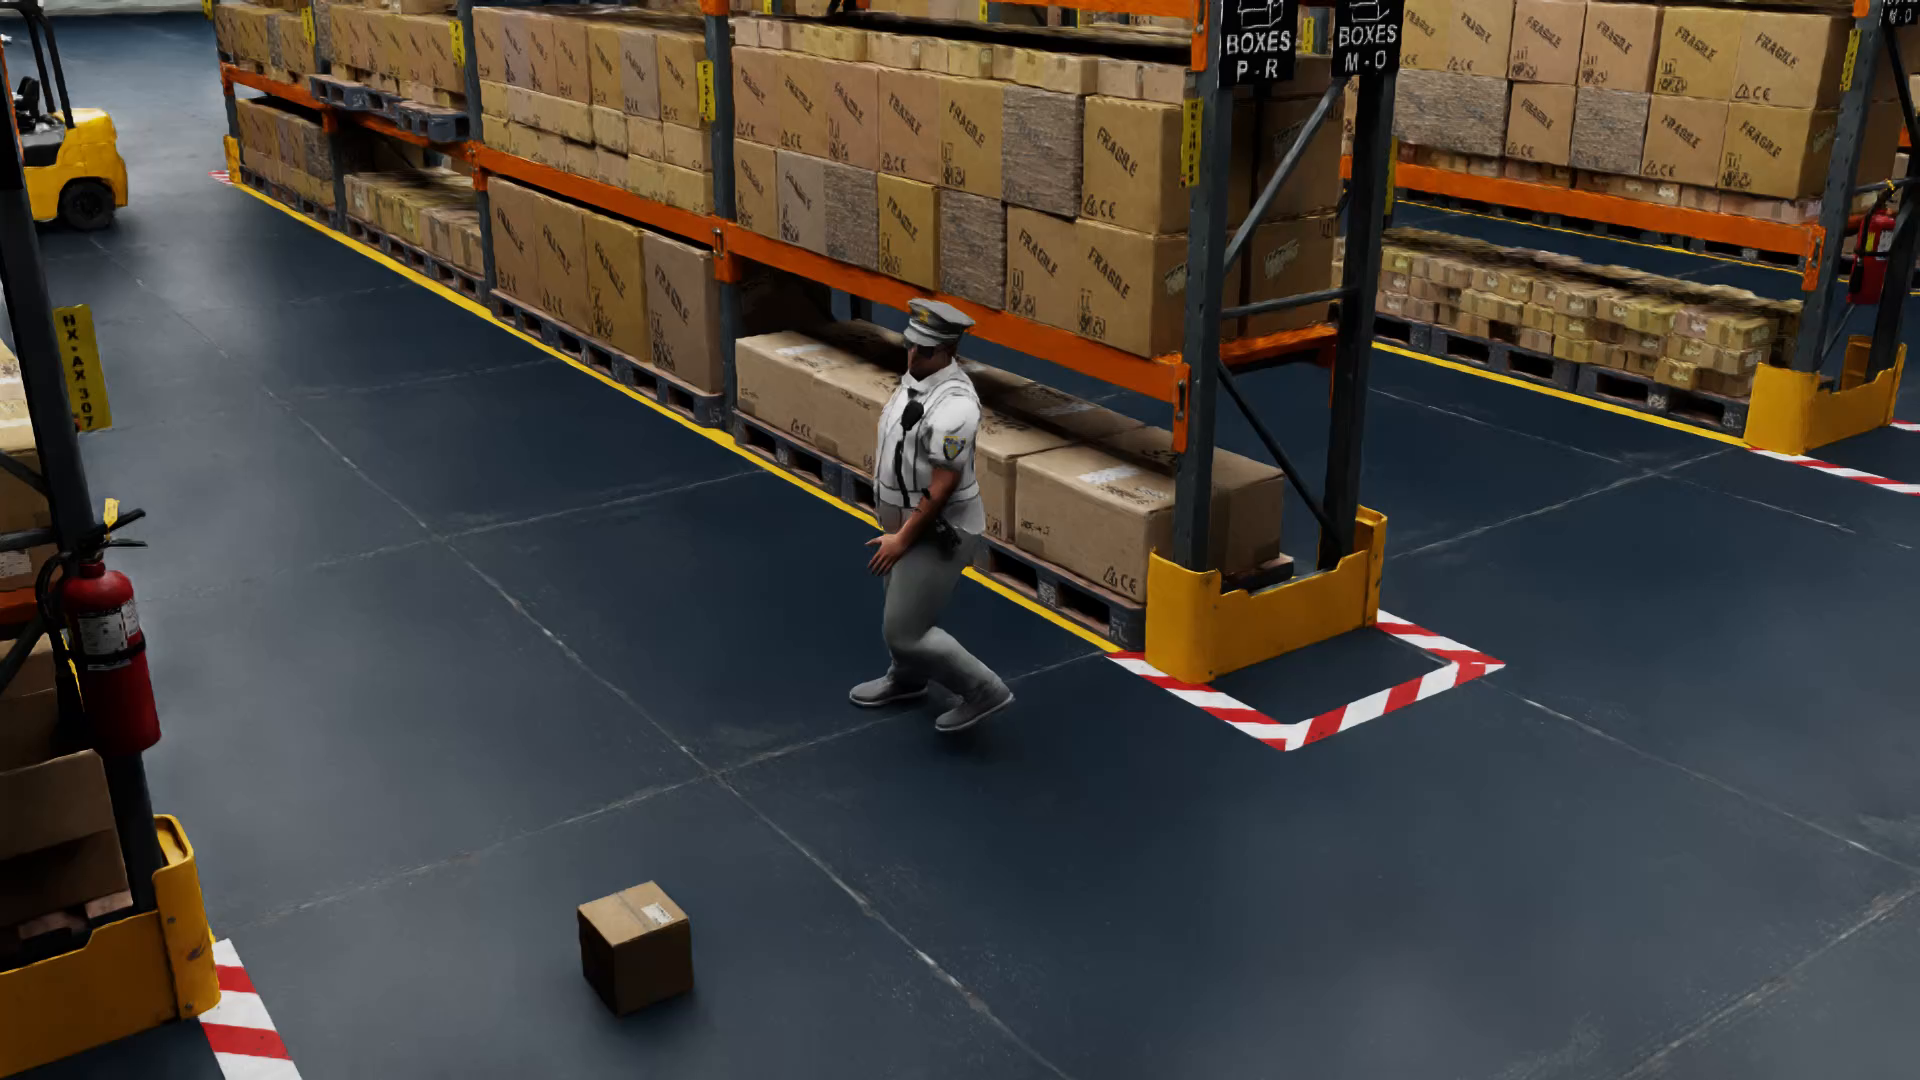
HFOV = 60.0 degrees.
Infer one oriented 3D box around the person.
[{"bbox_3d":[-0.153,-0.077,6.278,0.554,1.740,0.691,-8,23,-20],"label":"person"}]
